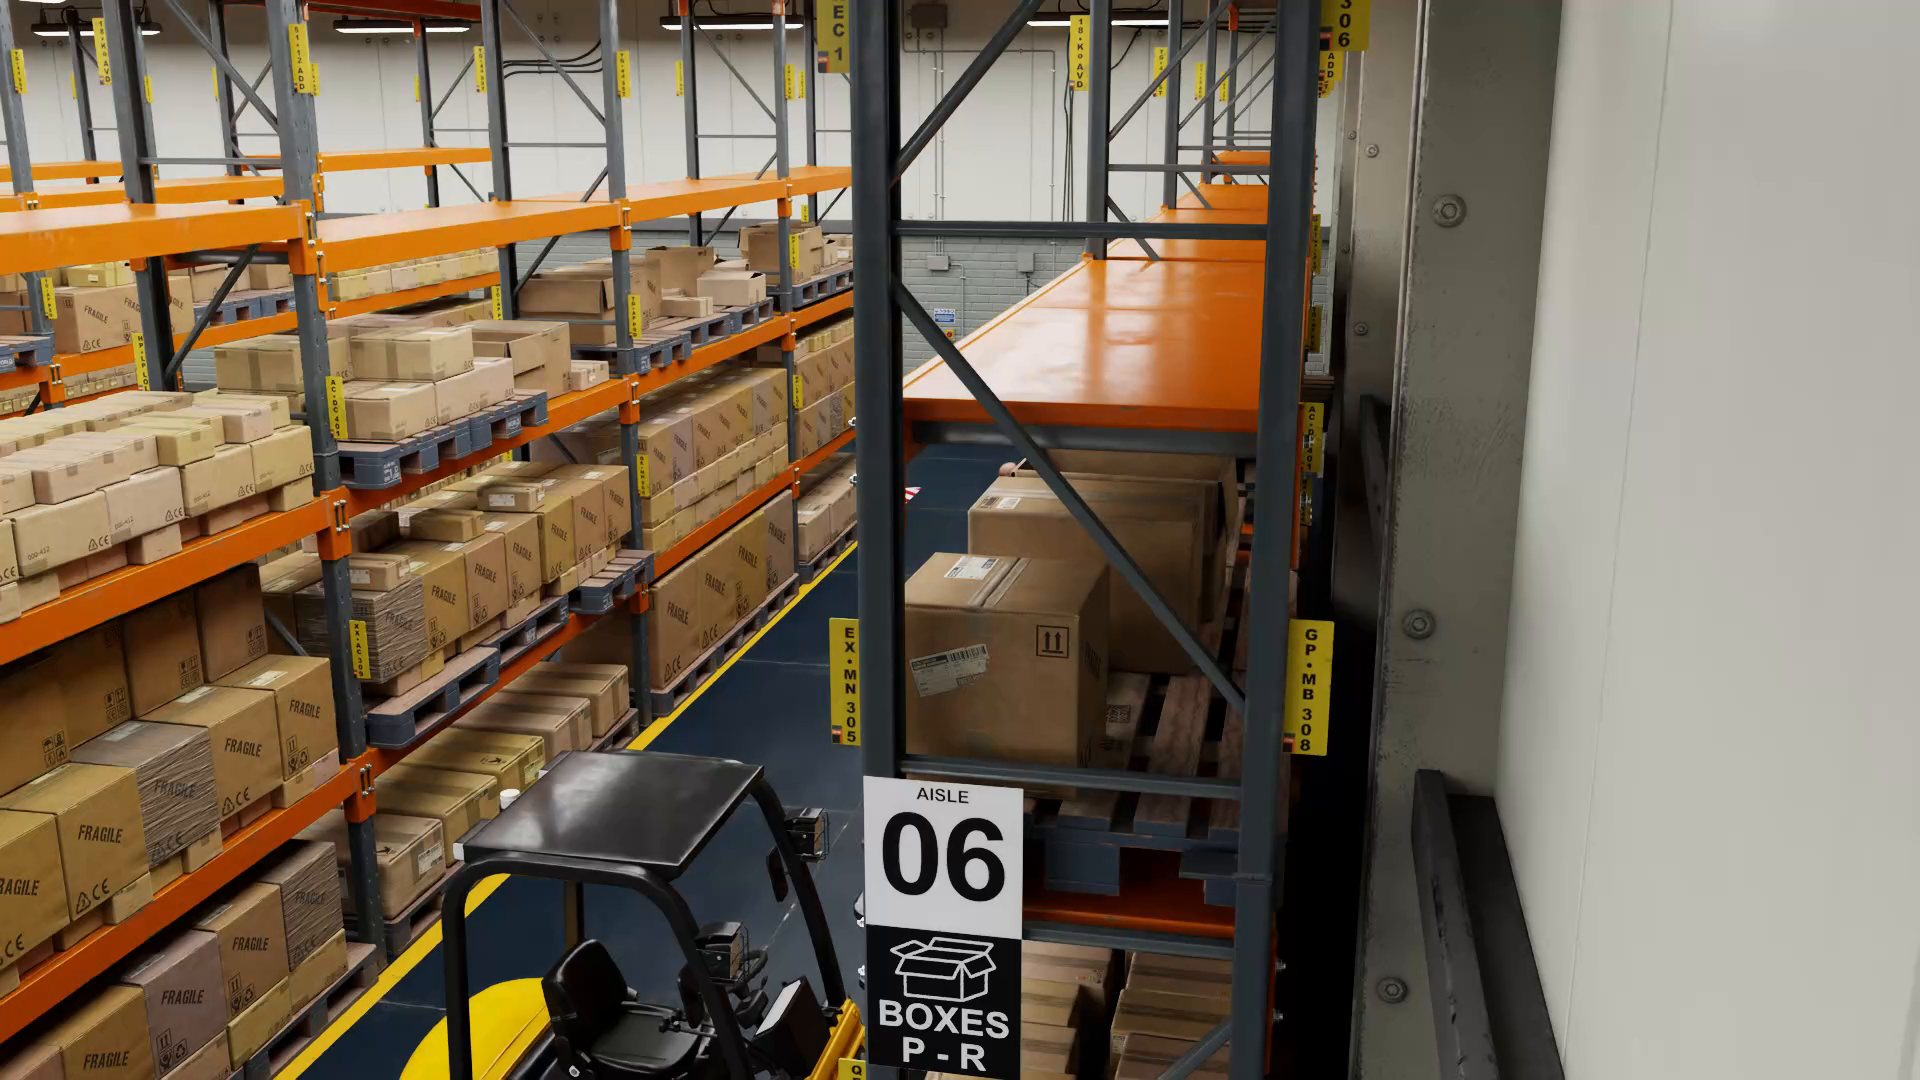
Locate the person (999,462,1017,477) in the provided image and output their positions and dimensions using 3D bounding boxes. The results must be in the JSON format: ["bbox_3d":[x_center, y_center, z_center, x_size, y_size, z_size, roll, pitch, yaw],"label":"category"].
[{"bbox_3d":[0.439,0.143,15.042,0.357,1.719,0.533,3,15,12],"label":"person"}]
